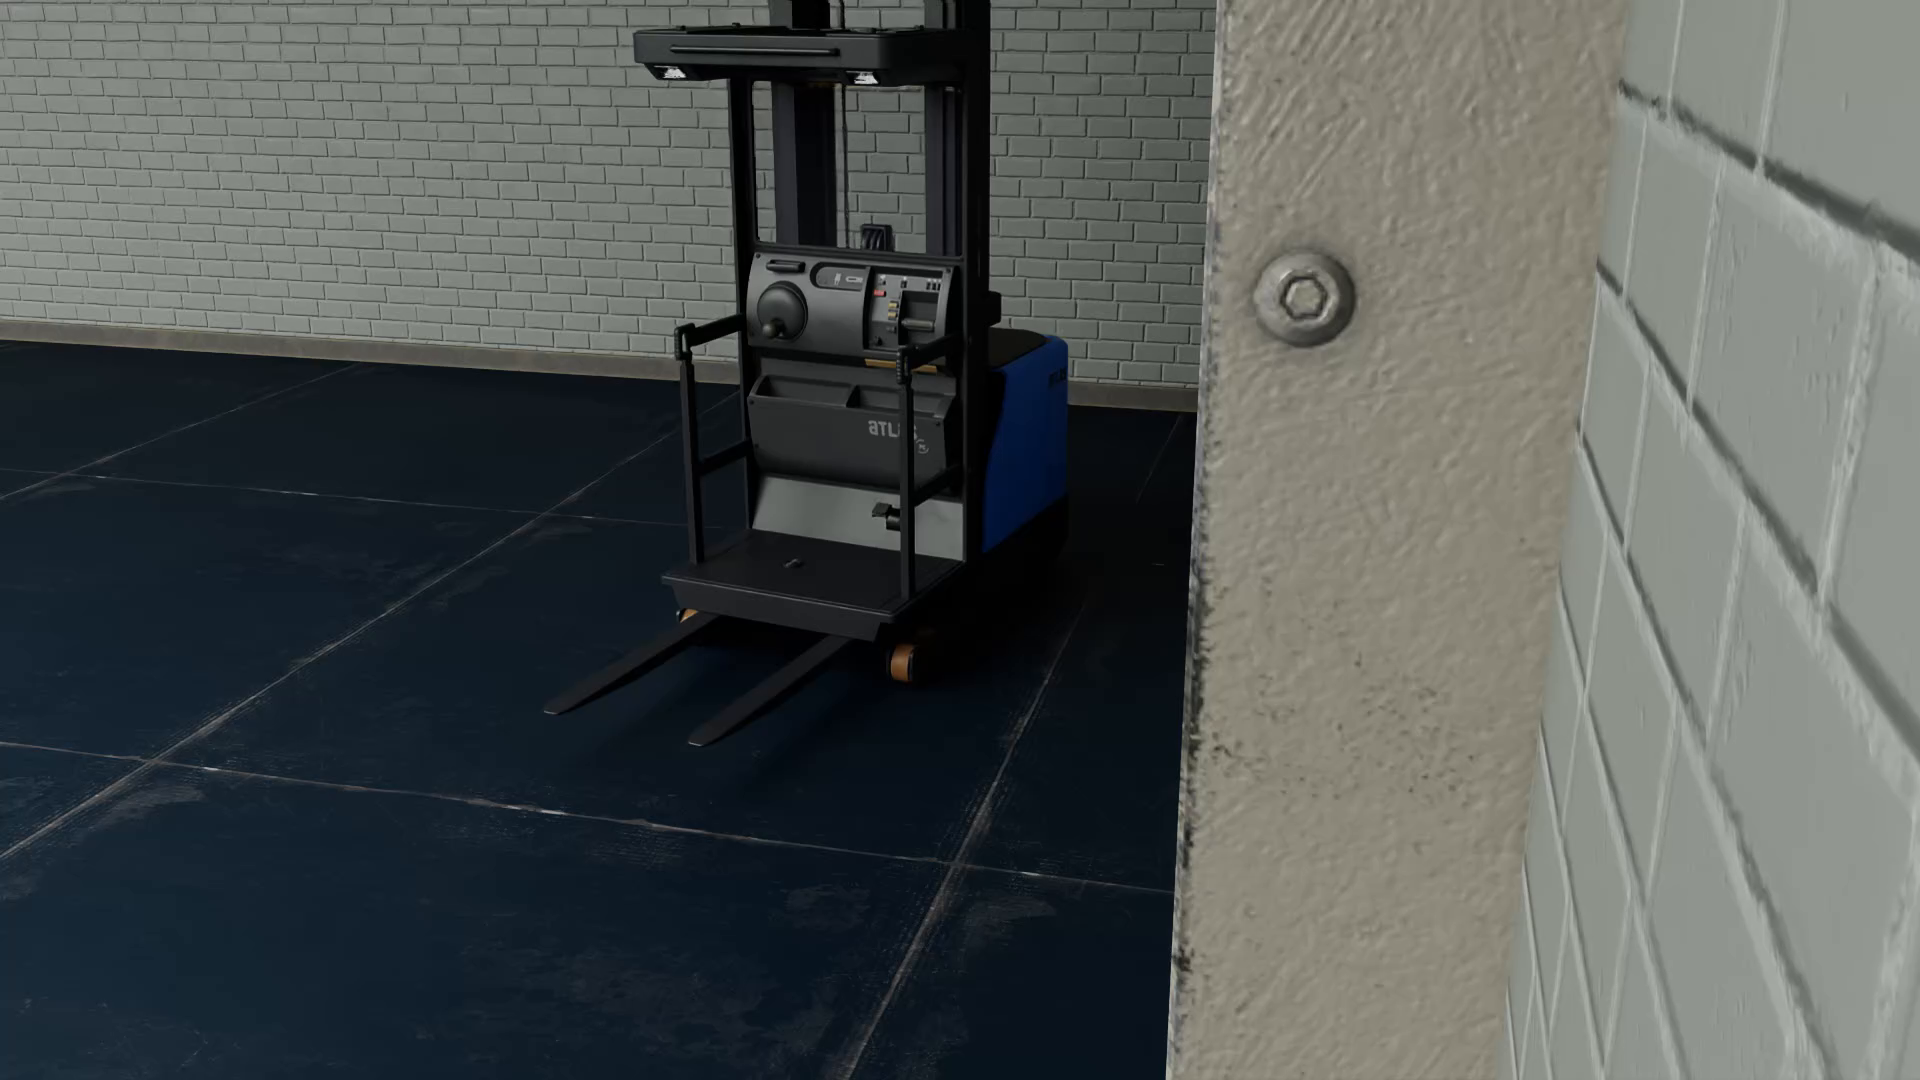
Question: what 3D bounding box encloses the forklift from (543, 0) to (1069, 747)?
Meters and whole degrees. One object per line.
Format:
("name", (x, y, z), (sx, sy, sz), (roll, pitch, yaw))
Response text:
("forklift", (-0.545, -0.968, 6.663), (1.130, 2.935, 3.031), (8, 21, 23))
